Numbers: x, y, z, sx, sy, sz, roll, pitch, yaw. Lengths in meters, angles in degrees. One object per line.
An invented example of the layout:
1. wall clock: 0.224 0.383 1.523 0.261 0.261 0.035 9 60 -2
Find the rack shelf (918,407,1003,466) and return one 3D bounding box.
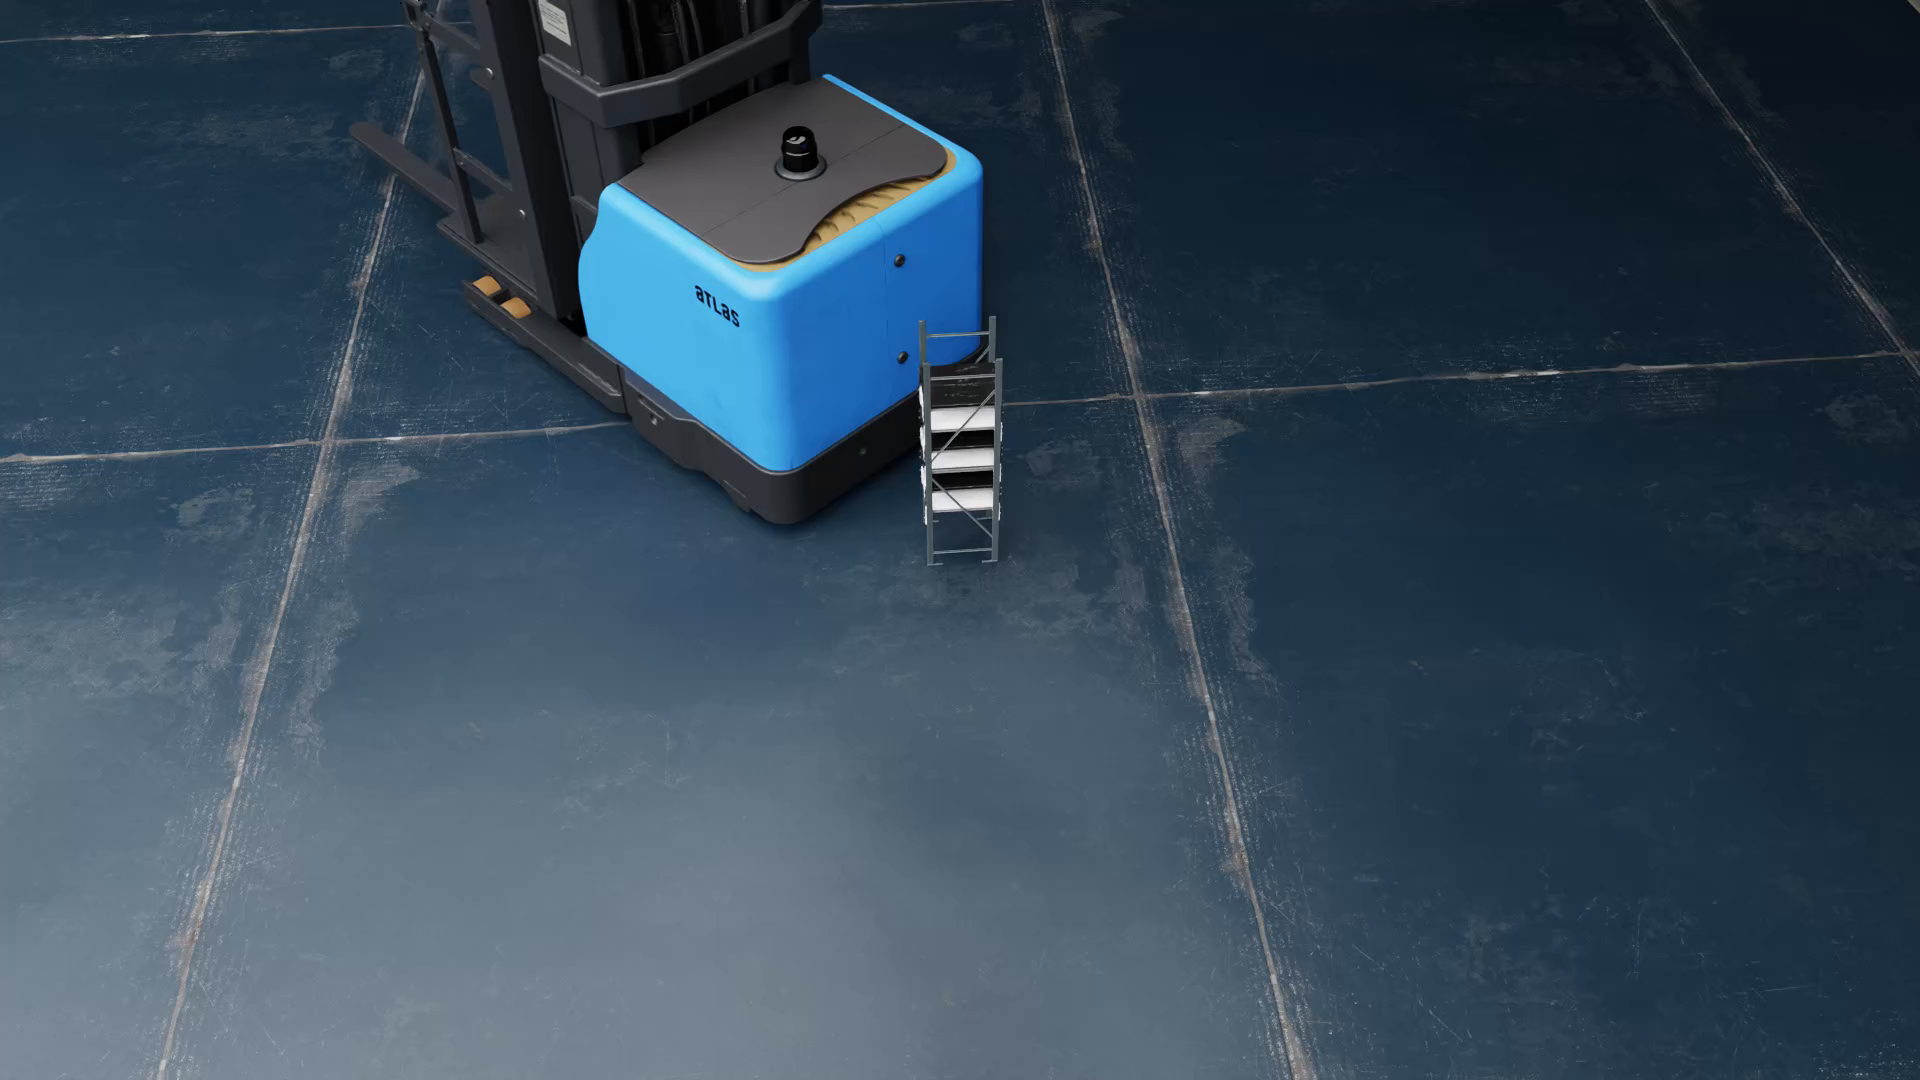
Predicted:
1. rack shelf: 0.001 -0.343 5.377 0.258 0.077 0.200 -3 47 -3

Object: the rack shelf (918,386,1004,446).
1. rack shelf: 0.001 -0.404 5.311 0.258 0.077 0.200 -3 47 -3

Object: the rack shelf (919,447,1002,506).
1. rack shelf: 0.001 -0.219 5.507 0.258 0.077 0.200 -3 47 -3

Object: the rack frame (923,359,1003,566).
1. rack frame: 0.009 -0.230 5.348 0.240 0.900 0.006 -3 47 -3

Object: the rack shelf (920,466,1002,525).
1. rack shelf: 0.001 -0.157 5.573 0.258 0.077 0.200 -3 47 -3

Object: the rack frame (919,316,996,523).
1. rack frame: -0.008 -0.377 5.487 0.240 0.900 0.006 -3 47 -3

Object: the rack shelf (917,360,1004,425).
1. rack shelf: 0.001 -0.466 5.246 0.258 0.077 0.200 -3 47 -3

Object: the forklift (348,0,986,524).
1. forklift: -1.309 -2.022 5.647 3.031 2.935 1.130 36 56 29

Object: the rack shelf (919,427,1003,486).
1. rack shelf: 0.001 -0.281 5.442 0.258 0.077 0.200 -3 47 -3

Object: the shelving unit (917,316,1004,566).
1. shelving unit: 0.001 -0.304 5.418 0.258 0.900 0.210 -3 47 -3
